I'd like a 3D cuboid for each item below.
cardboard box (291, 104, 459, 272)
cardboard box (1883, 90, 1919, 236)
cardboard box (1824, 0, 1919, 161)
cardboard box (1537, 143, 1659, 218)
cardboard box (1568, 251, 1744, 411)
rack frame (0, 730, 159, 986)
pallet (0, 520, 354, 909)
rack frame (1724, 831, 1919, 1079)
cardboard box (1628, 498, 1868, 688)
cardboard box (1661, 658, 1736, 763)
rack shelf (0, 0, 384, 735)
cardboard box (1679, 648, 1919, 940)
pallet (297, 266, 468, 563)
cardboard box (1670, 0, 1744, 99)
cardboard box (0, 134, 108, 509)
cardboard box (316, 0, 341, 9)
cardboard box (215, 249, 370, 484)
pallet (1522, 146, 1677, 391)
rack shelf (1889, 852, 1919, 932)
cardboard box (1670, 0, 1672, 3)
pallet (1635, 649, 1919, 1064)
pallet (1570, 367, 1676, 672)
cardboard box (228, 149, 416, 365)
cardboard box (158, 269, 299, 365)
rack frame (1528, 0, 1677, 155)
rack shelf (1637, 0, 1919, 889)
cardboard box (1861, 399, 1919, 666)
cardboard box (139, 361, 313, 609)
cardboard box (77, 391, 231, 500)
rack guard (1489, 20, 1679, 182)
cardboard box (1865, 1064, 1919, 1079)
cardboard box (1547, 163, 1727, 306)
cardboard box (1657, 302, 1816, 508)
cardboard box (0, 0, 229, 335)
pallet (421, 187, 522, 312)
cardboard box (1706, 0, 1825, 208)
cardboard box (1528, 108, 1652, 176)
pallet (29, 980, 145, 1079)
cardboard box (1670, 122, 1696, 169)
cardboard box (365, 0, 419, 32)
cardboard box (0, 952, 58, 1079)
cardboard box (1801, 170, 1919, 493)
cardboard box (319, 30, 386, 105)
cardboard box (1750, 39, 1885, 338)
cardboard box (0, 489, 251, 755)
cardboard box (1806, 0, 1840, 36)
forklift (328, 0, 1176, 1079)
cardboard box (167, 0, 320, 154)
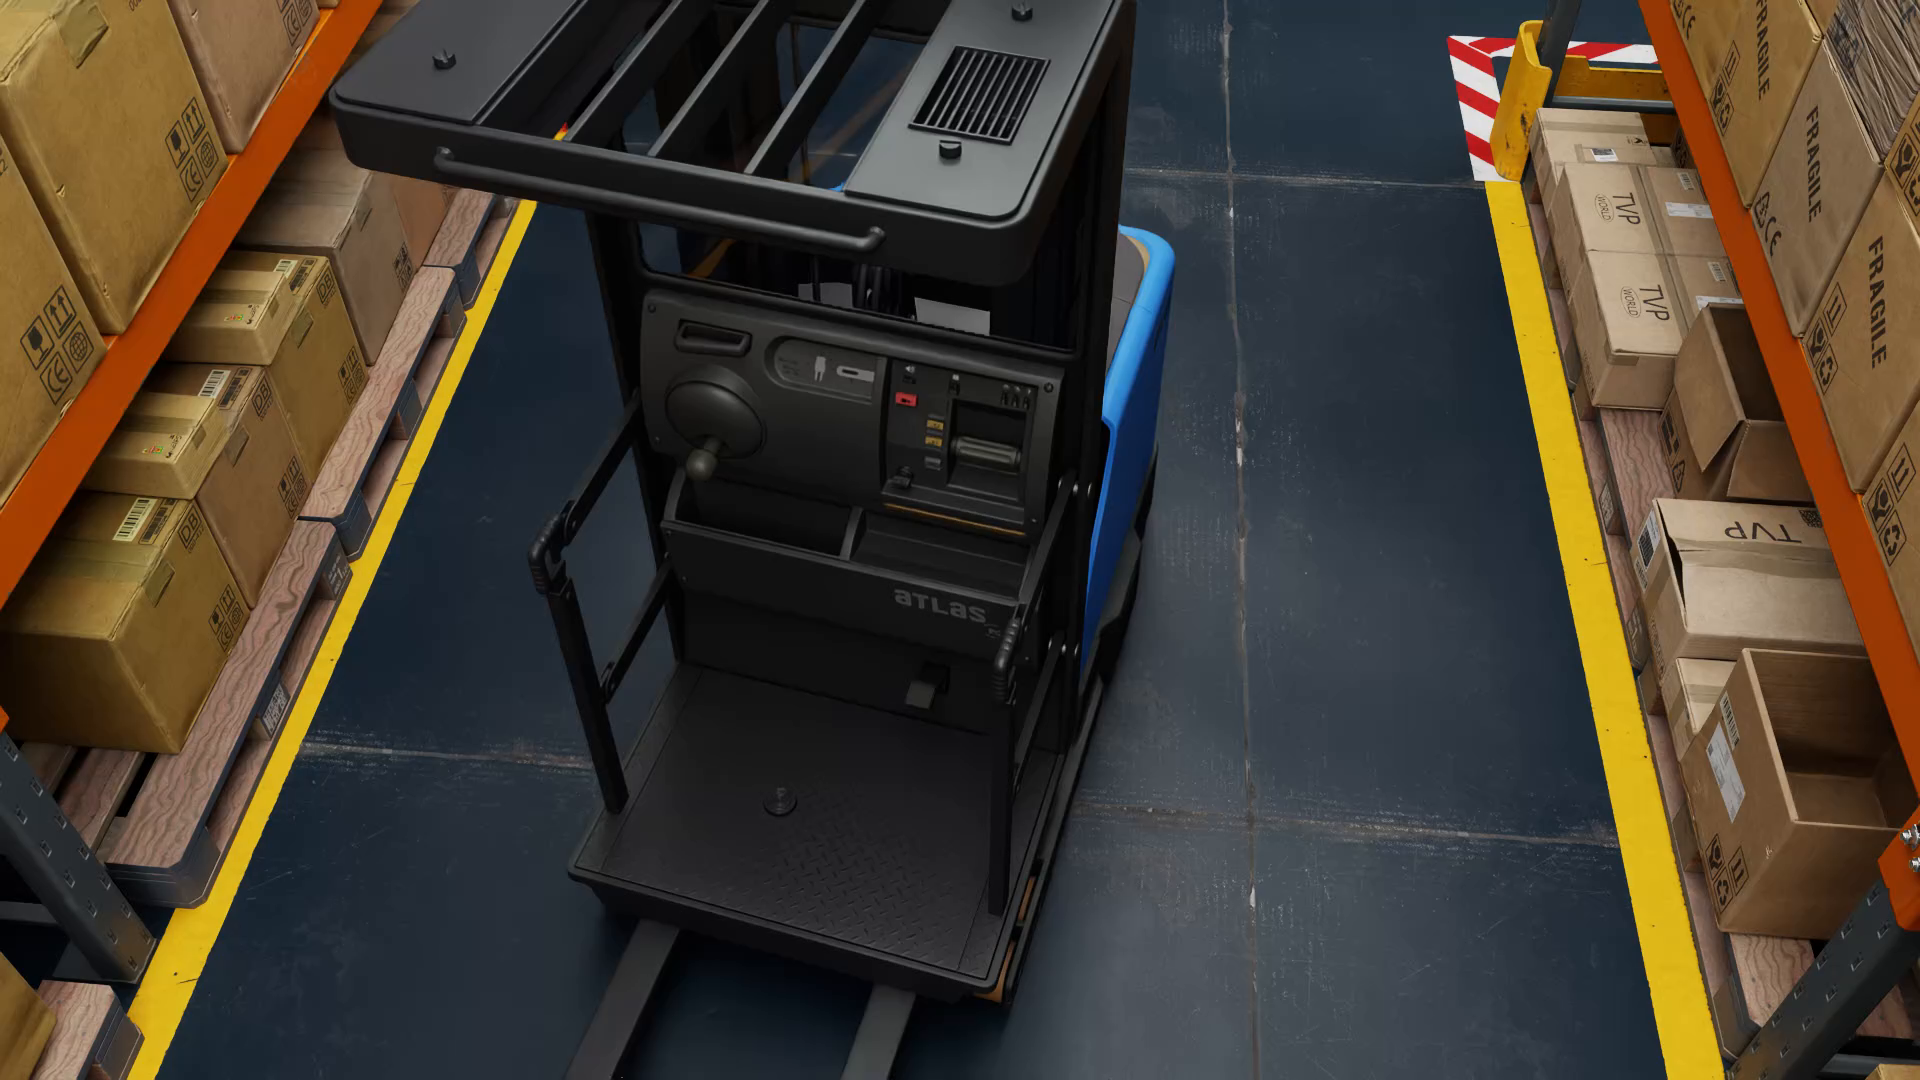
[{"bbox_3d":[-2.220,-1.310,5.824,0.700,0.500,0.500,4,48,3],"label":"cardboard box"},{"bbox_3d":[2.190,-0.767,3.174,0.500,0.500,0.500,3,48,3],"label":"cardboard box"},{"bbox_3d":[2.236,-1.138,3.512,0.500,0.500,0.500,4,48,4],"label":"cardboard box"},{"bbox_3d":[2.319,-1.294,6.023,0.380,0.166,0.250,4,48,4],"label":"cardboard box"},{"bbox_3d":[2.299,-0.675,5.400,0.500,0.250,0.500,4,48,4],"label":"cardboard box"},{"bbox_3d":[-2.575,0.039,3.182,1.000,3.000,0.127,4,48,4],"label":"rack frame"},{"bbox_3d":[-2.428,0.427,4.717,1.003,0.211,1.213,4,48,4],"label":"pallet"},{"bbox_3d":[2.358,0.369,2.879,1.000,3.000,0.127,4,48,4],"label":"rack frame"},{"bbox_3d":[2.196,0.139,4.614,0.500,0.311,0.500,4,48,4],"label":"cardboard box"},{"bbox_3d":[2.102,0.466,4.425,0.380,0.149,0.250,4,48,4],"label":"cardboard box"},{"bbox_3d":[-2.393,-1.188,4.791,1.077,0.370,4.000,4,48,4],"label":"rack shelf"},{"bbox_3d":[2.128,0.627,4.040,0.500,0.500,0.500,4,48,4],"label":"cardboard box"},{"bbox_3d":[-2.319,-0.472,5.539,1.003,0.211,1.213,4,48,4],"label":"pallet"},{"bbox_3d":[2.329,-1.547,4.565,0.500,0.500,0.500,4,48,3],"label":"cardboard box"},{"bbox_3d":[-2.510,-0.460,3.434,0.980,0.700,0.700,5,48,4],"label":"cardboard box"},{"bbox_3d":[-2.302,-2.091,4.926,0.980,0.700,0.700,4,48,3],"label":"cardboard box"},{"bbox_3d":[-2.307,-0.548,5.128,0.700,0.500,0.500,5,48,4],"label":"cardboard box"},{"bbox_3d":[2.644,-0.987,6.010,1.003,0.211,1.213,4,48,4],"label":"pallet"},{"bbox_3d":[2.176,2.082,1.801,1.077,0.370,4.000,4,48,4],"label":"rack shelf"},{"bbox_3d":[2.378,-1.916,4.902,0.500,0.500,0.500,3,48,3],"label":"cardboard box"},{"bbox_3d":[2.422,0.806,4.370,1.003,0.211,1.213,4,48,4],"label":"pallet"},{"bbox_3d":[2.530,-0.093,5.192,1.003,0.211,1.213,4,48,4],"label":"pallet"},{"bbox_3d":[-2.266,-0.940,5.486,0.700,0.500,0.500,2,48,2],"label":"cardboard box"},{"bbox_3d":[-2.145,-0.644,4.776,0.380,0.149,0.250,3,48,2],"label":"cardboard box"},{"bbox_3d":[2.723,-2.570,5.568,1.000,3.000,0.127,4,48,4],"label":"rack frame"},{"bbox_3d":[2.540,-0.858,4.489,1.077,0.370,4.000,4,48,4],"label":"rack shelf"},{"bbox_3d":[2.148,-0.049,3.194,0.500,0.500,0.500,5,48,4],"label":"cardboard box"},{"bbox_3d":[-2.356,-0.171,4.783,0.700,0.500,0.500,3,48,3],"label":"cardboard box"},{"bbox_3d":[-2.192,-0.260,4.425,0.380,0.149,0.250,5,48,5],"label":"cardboard box"},{"bbox_3d":[2.716,-1.670,6.439,1.175,0.500,0.348,4,48,4],"label":"rack guard"},{"bbox_3d":[2.071,1.404,3.329,0.500,0.500,0.500,2,48,2],"label":"cardboard box"},{"bbox_3d":[2.345,-1.043,5.736,0.500,0.250,0.500,4,48,4],"label":"cardboard box"},{"bbox_3d":[2.524,-0.317,4.901,0.797,0.503,0.637,4,48,4],"label":"cardboard box"},{"bbox_3d":[-2.438,-0.996,3.925,0.980,0.700,0.700,3,48,3],"label":"cardboard box"},{"bbox_3d":[-2.206,-1.366,6.357,1.003,0.211,1.213,4,48,4],"label":"pallet"},{"bbox_3d":[2.282,-1.180,4.229,0.500,0.500,0.500,4,48,4],"label":"cardboard box"},{"bbox_3d":[2.342,-1.472,6.197,0.380,0.149,0.250,4,48,4],"label":"cardboard box"},{"bbox_3d":[-2.571,1.552,3.687,1.003,0.211,1.213,4,48,4],"label":"pallet"},{"bbox_3d":[2.918,-1.459,5.947,0.500,0.500,0.500,4,48,4],"label":"cardboard box"},{"bbox_3d":[-2.005,-1.790,5.824,0.380,0.149,0.250,3,48,3],"label":"cardboard box"},{"bbox_3d":[-2.505,1.109,3.375,0.750,0.750,0.750,4,48,4],"label":"cardboard box"},{"bbox_3d":[2.194,-0.428,3.541,0.500,0.500,0.500,5,48,5],"label":"cardboard box"},{"bbox_3d":[-2.028,-1.602,5.652,0.380,0.149,0.250,5,48,5],"label":"cardboard box"},{"bbox_3d":[2.238,-0.806,3.886,0.500,0.500,0.500,5,48,4],"label":"cardboard box"},{"bbox_3d":[-2.405,0.198,4.445,0.700,0.500,0.500,4,48,4],"label":"cardboard box"},{"bbox_3d":[2.284,-1.508,3.851,0.500,0.500,0.500,3,48,3],"label":"cardboard box"},{"bbox_3d":[-0.306,-0.167,3.416,1.130,2.935,3.031,13,49,11],"label":"forklift"},{"bbox_3d":[-2.381,-1.531,4.414,0.980,0.700,0.700,2,48,2],"label":"cardboard box"}]
